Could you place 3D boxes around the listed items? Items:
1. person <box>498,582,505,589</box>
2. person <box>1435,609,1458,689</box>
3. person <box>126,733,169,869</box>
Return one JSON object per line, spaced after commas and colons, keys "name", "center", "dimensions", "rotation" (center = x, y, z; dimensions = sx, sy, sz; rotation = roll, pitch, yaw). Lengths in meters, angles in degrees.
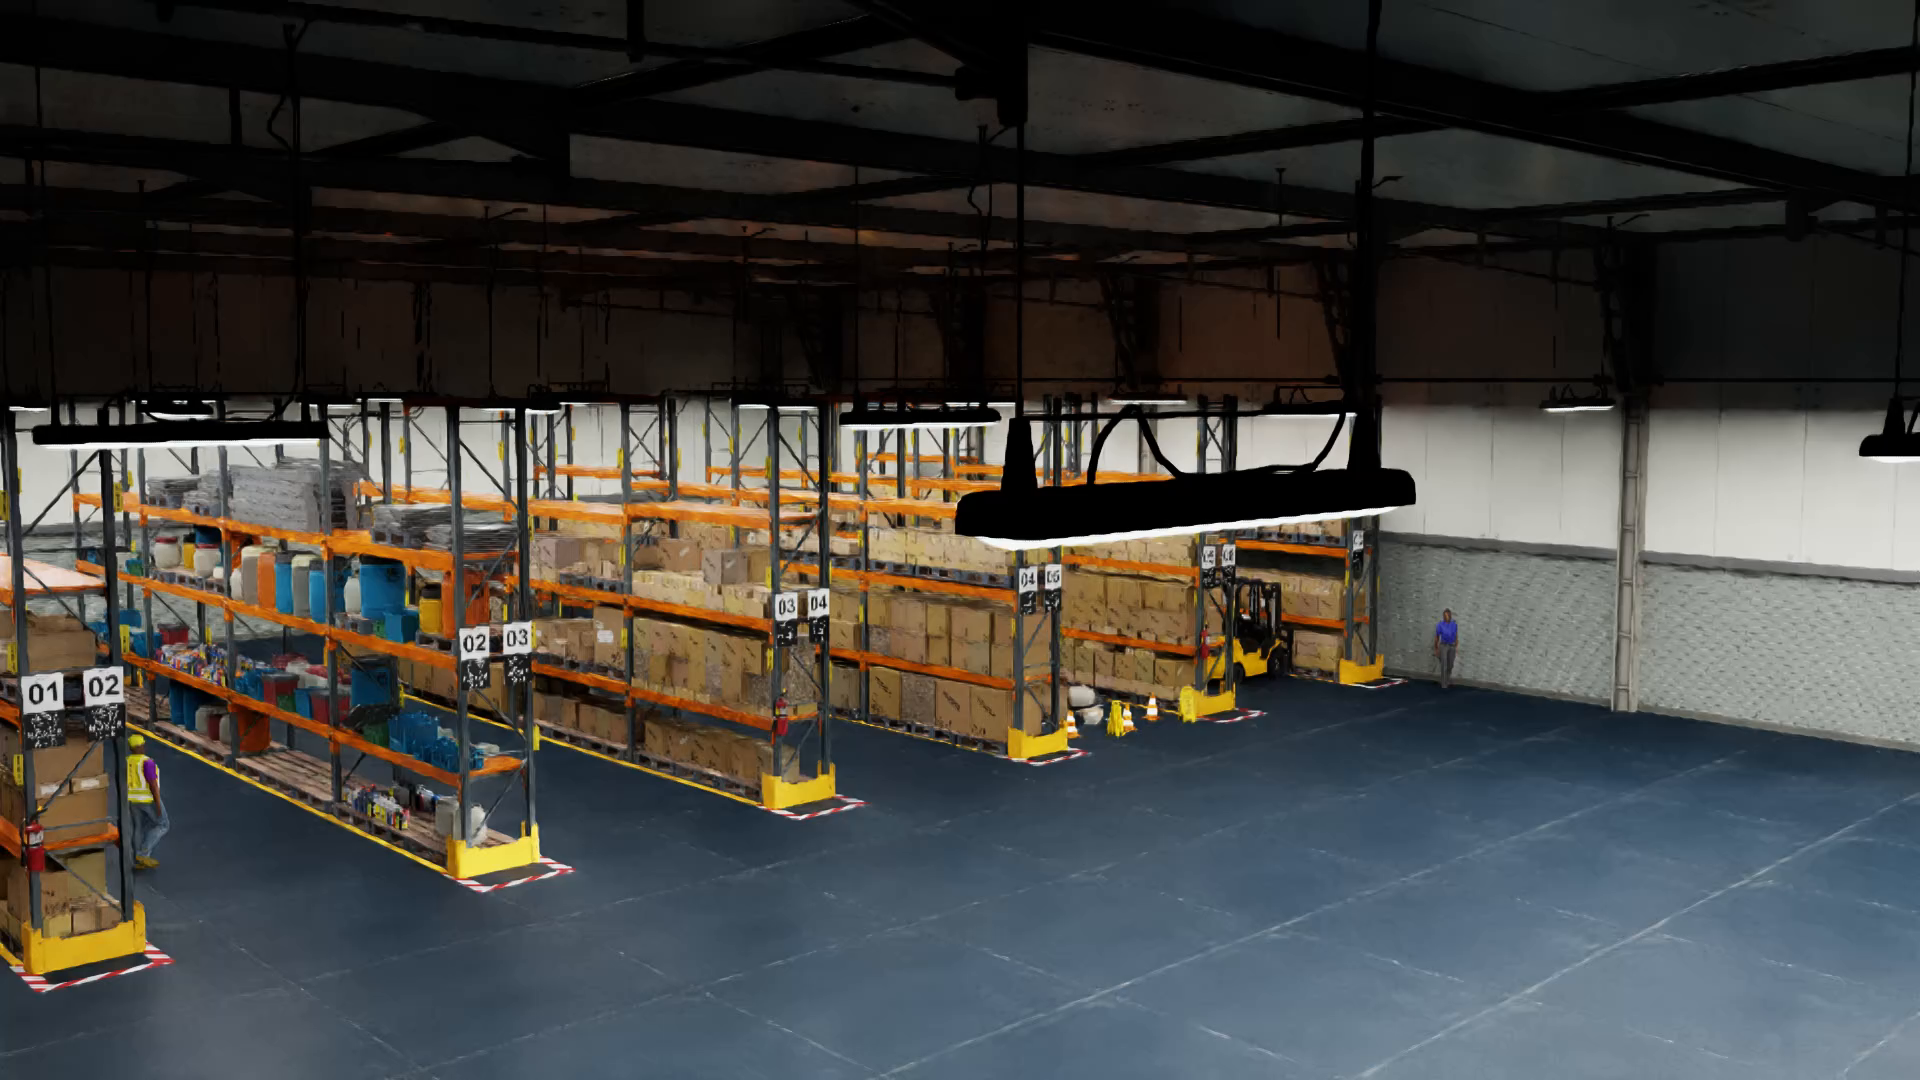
{"name": "person", "center": [-10.913, 1.641, 40.042], "dimensions": [0.562, 1.644, 0.628], "rotation": [-1, 6, -9]}
{"name": "person", "center": [10.015, 2.213, 34.228], "dimensions": [0.501, 1.643, 0.553], "rotation": [-1, 6, -6]}
{"name": "person", "center": [-10.566, 3.373, 21.501], "dimensions": [0.609, 1.763, 0.457], "rotation": [2, 6, 20]}
